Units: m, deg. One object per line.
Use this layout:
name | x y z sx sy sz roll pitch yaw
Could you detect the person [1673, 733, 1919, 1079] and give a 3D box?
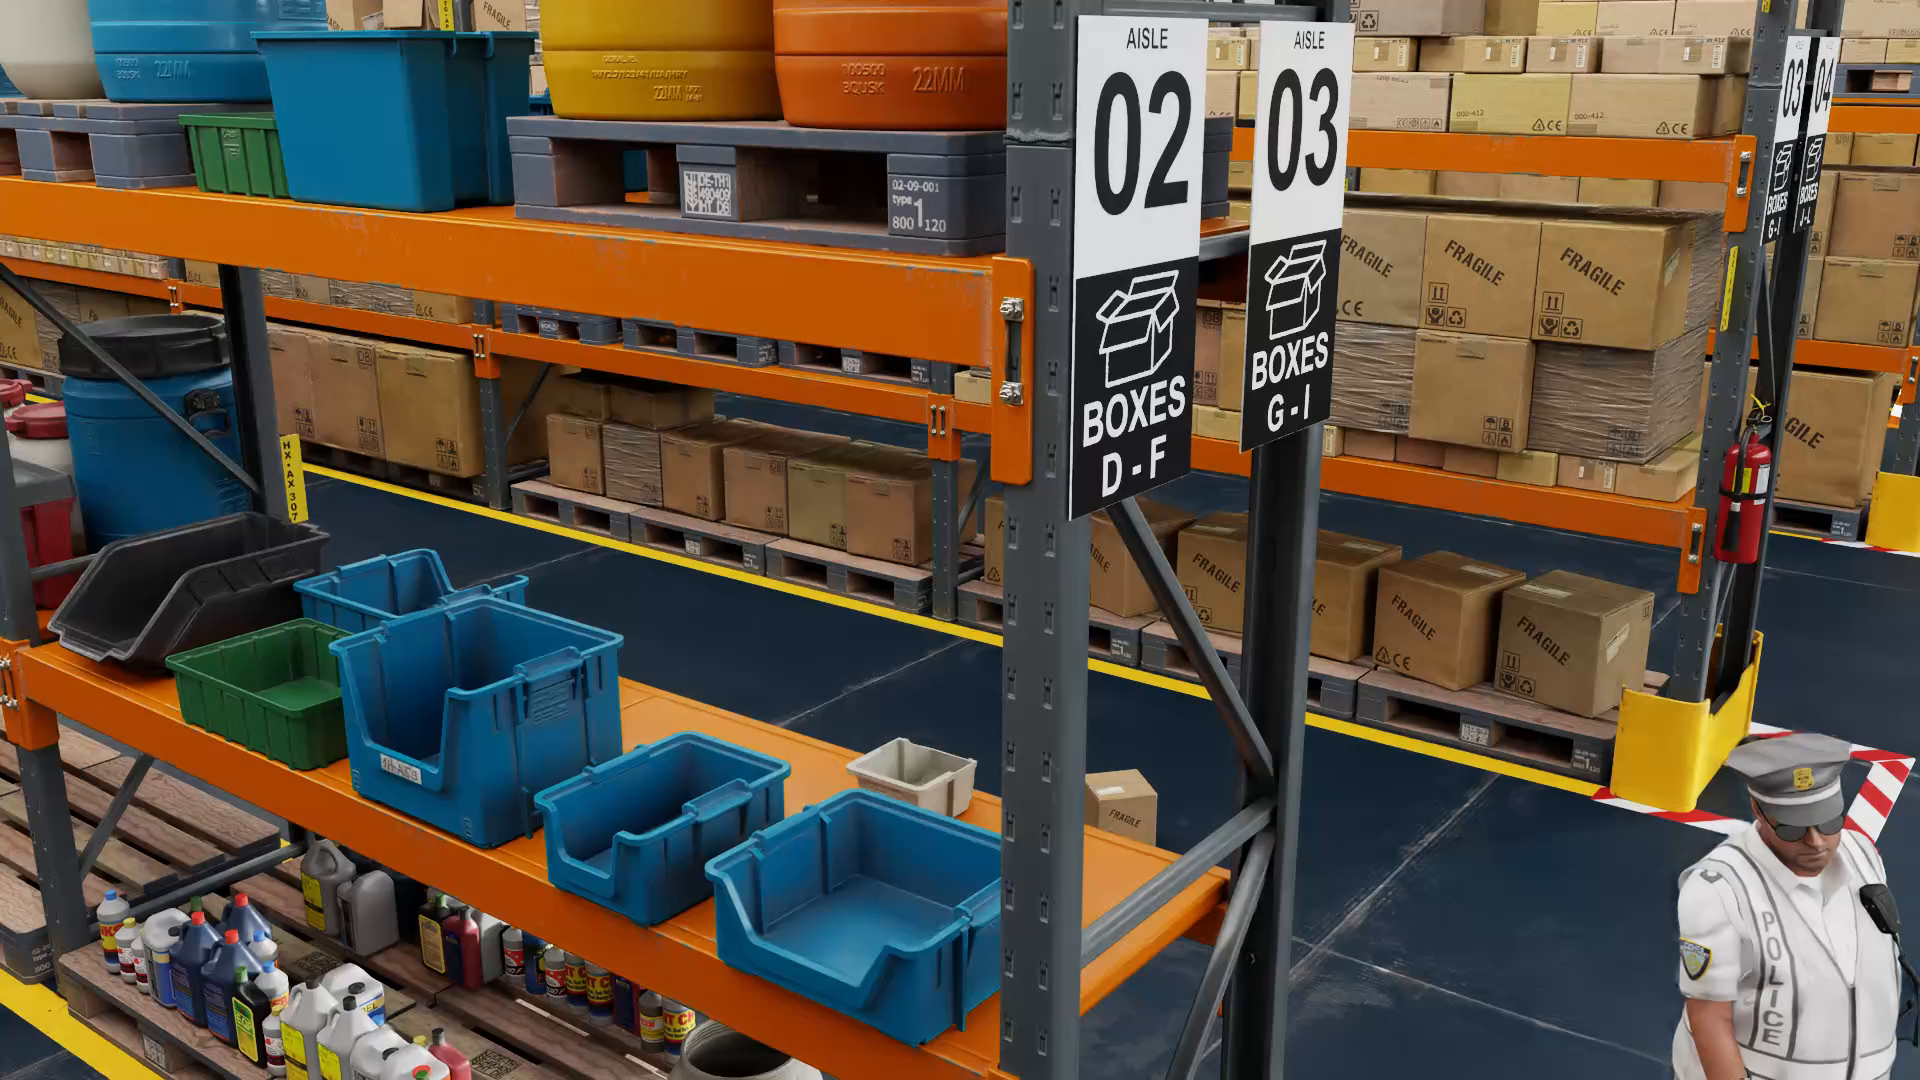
person | 1.867 1.298 3.712 0.588 1.808 0.595 -4 17 -14
